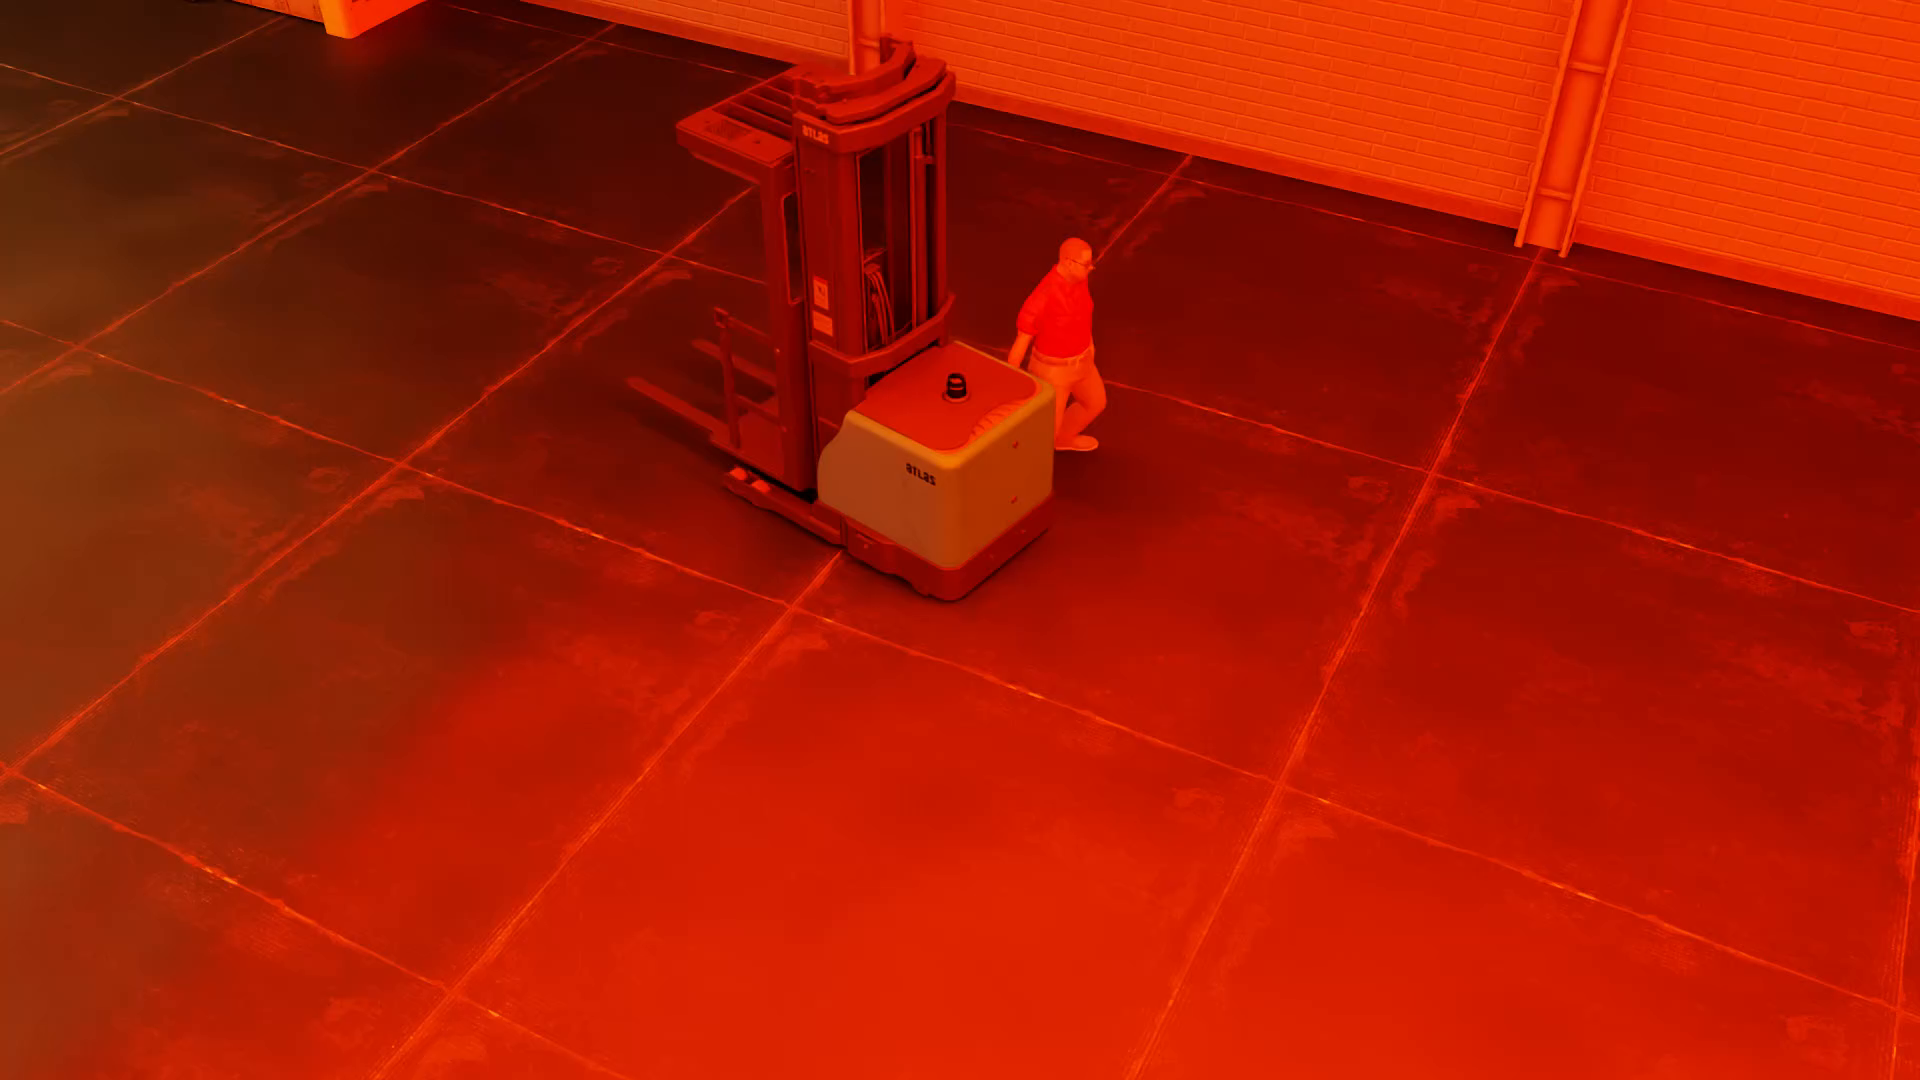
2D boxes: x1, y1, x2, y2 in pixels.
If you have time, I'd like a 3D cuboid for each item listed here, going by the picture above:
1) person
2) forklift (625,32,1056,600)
[{"bbox_3d":[0.560,-1.076,10.291,0.466,1.708,0.864,31,49,31],"label":"person"},{"bbox_3d":[-0.879,-1.566,9.846,3.031,2.935,1.130,28,48,29],"label":"forklift"}]
